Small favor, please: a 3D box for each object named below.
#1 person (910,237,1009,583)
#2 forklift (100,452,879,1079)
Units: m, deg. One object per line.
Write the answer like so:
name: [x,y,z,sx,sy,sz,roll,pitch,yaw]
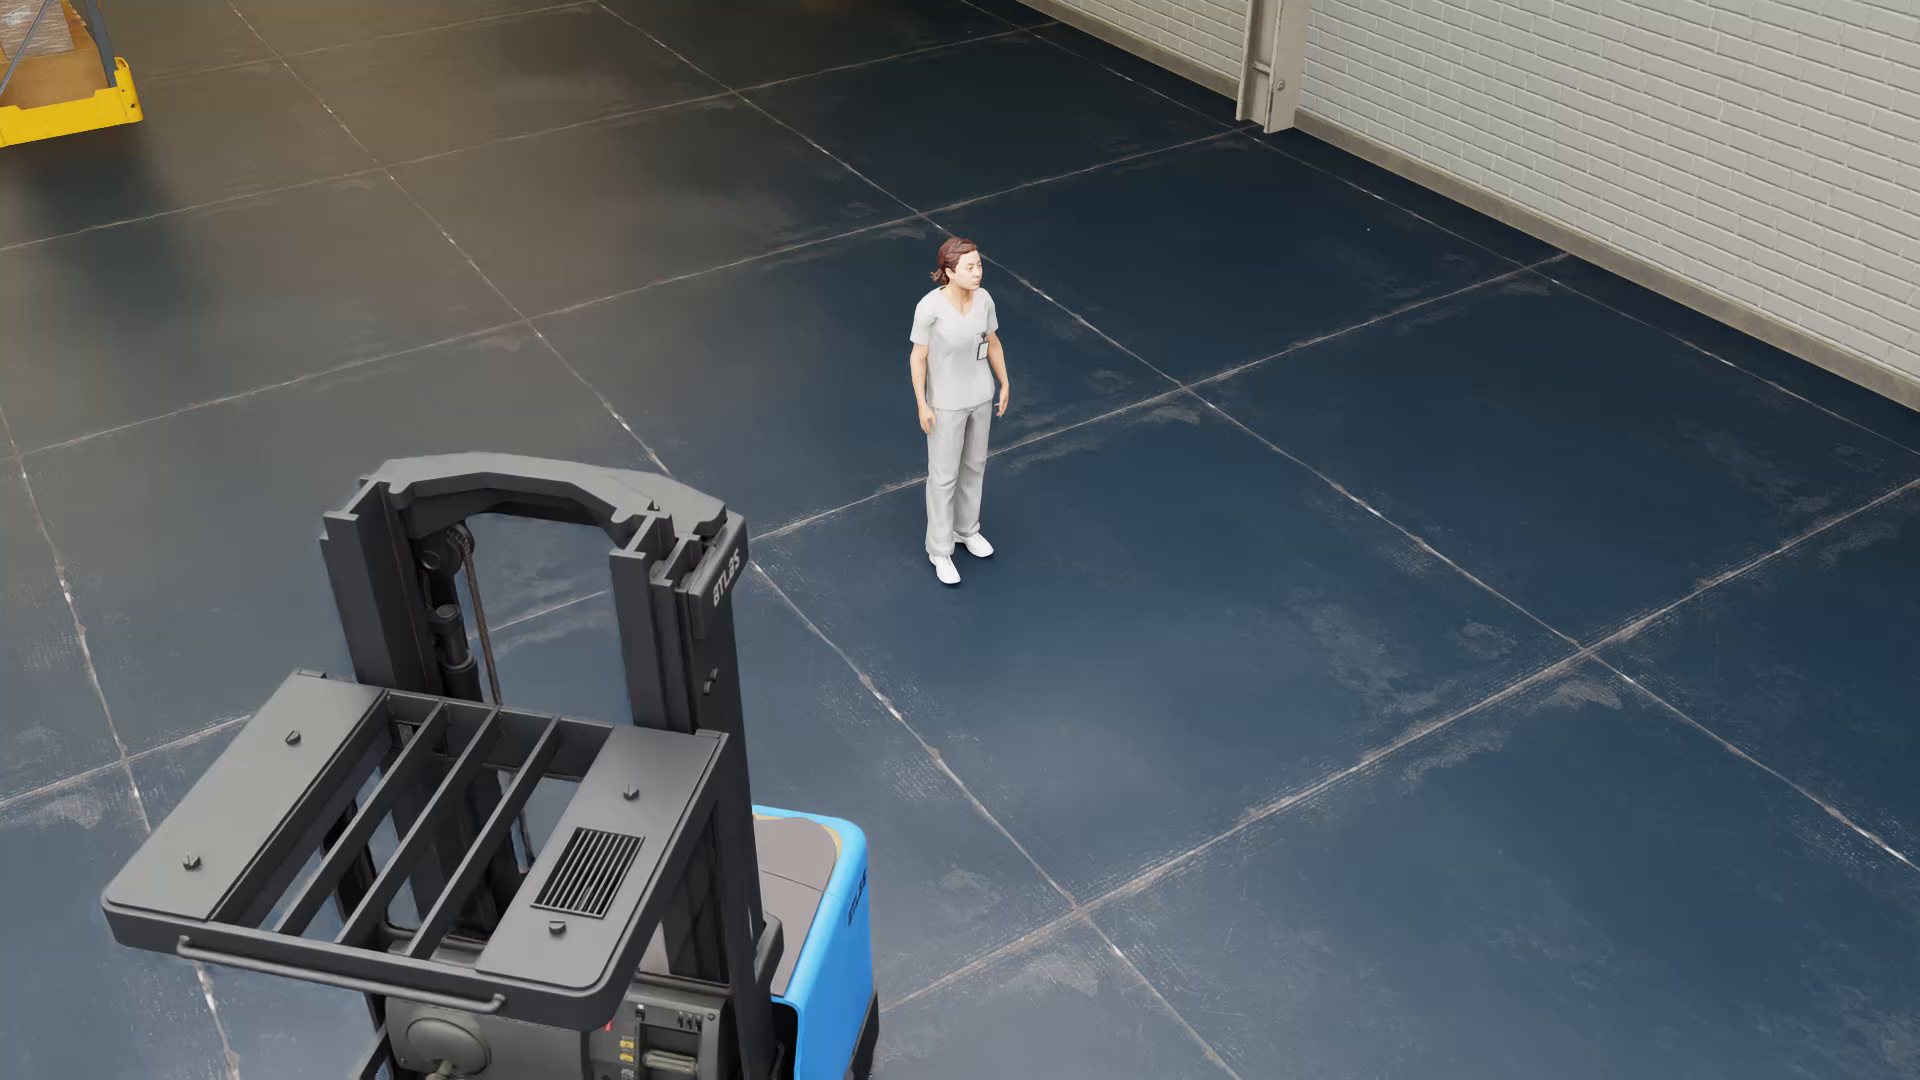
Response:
person: [0.029,-0.652,8.155,0.549,1.675,0.549,-21,40,-27]
forklift: [-1.113,1.379,4.185,1.130,2.935,3.031,7,36,10]
